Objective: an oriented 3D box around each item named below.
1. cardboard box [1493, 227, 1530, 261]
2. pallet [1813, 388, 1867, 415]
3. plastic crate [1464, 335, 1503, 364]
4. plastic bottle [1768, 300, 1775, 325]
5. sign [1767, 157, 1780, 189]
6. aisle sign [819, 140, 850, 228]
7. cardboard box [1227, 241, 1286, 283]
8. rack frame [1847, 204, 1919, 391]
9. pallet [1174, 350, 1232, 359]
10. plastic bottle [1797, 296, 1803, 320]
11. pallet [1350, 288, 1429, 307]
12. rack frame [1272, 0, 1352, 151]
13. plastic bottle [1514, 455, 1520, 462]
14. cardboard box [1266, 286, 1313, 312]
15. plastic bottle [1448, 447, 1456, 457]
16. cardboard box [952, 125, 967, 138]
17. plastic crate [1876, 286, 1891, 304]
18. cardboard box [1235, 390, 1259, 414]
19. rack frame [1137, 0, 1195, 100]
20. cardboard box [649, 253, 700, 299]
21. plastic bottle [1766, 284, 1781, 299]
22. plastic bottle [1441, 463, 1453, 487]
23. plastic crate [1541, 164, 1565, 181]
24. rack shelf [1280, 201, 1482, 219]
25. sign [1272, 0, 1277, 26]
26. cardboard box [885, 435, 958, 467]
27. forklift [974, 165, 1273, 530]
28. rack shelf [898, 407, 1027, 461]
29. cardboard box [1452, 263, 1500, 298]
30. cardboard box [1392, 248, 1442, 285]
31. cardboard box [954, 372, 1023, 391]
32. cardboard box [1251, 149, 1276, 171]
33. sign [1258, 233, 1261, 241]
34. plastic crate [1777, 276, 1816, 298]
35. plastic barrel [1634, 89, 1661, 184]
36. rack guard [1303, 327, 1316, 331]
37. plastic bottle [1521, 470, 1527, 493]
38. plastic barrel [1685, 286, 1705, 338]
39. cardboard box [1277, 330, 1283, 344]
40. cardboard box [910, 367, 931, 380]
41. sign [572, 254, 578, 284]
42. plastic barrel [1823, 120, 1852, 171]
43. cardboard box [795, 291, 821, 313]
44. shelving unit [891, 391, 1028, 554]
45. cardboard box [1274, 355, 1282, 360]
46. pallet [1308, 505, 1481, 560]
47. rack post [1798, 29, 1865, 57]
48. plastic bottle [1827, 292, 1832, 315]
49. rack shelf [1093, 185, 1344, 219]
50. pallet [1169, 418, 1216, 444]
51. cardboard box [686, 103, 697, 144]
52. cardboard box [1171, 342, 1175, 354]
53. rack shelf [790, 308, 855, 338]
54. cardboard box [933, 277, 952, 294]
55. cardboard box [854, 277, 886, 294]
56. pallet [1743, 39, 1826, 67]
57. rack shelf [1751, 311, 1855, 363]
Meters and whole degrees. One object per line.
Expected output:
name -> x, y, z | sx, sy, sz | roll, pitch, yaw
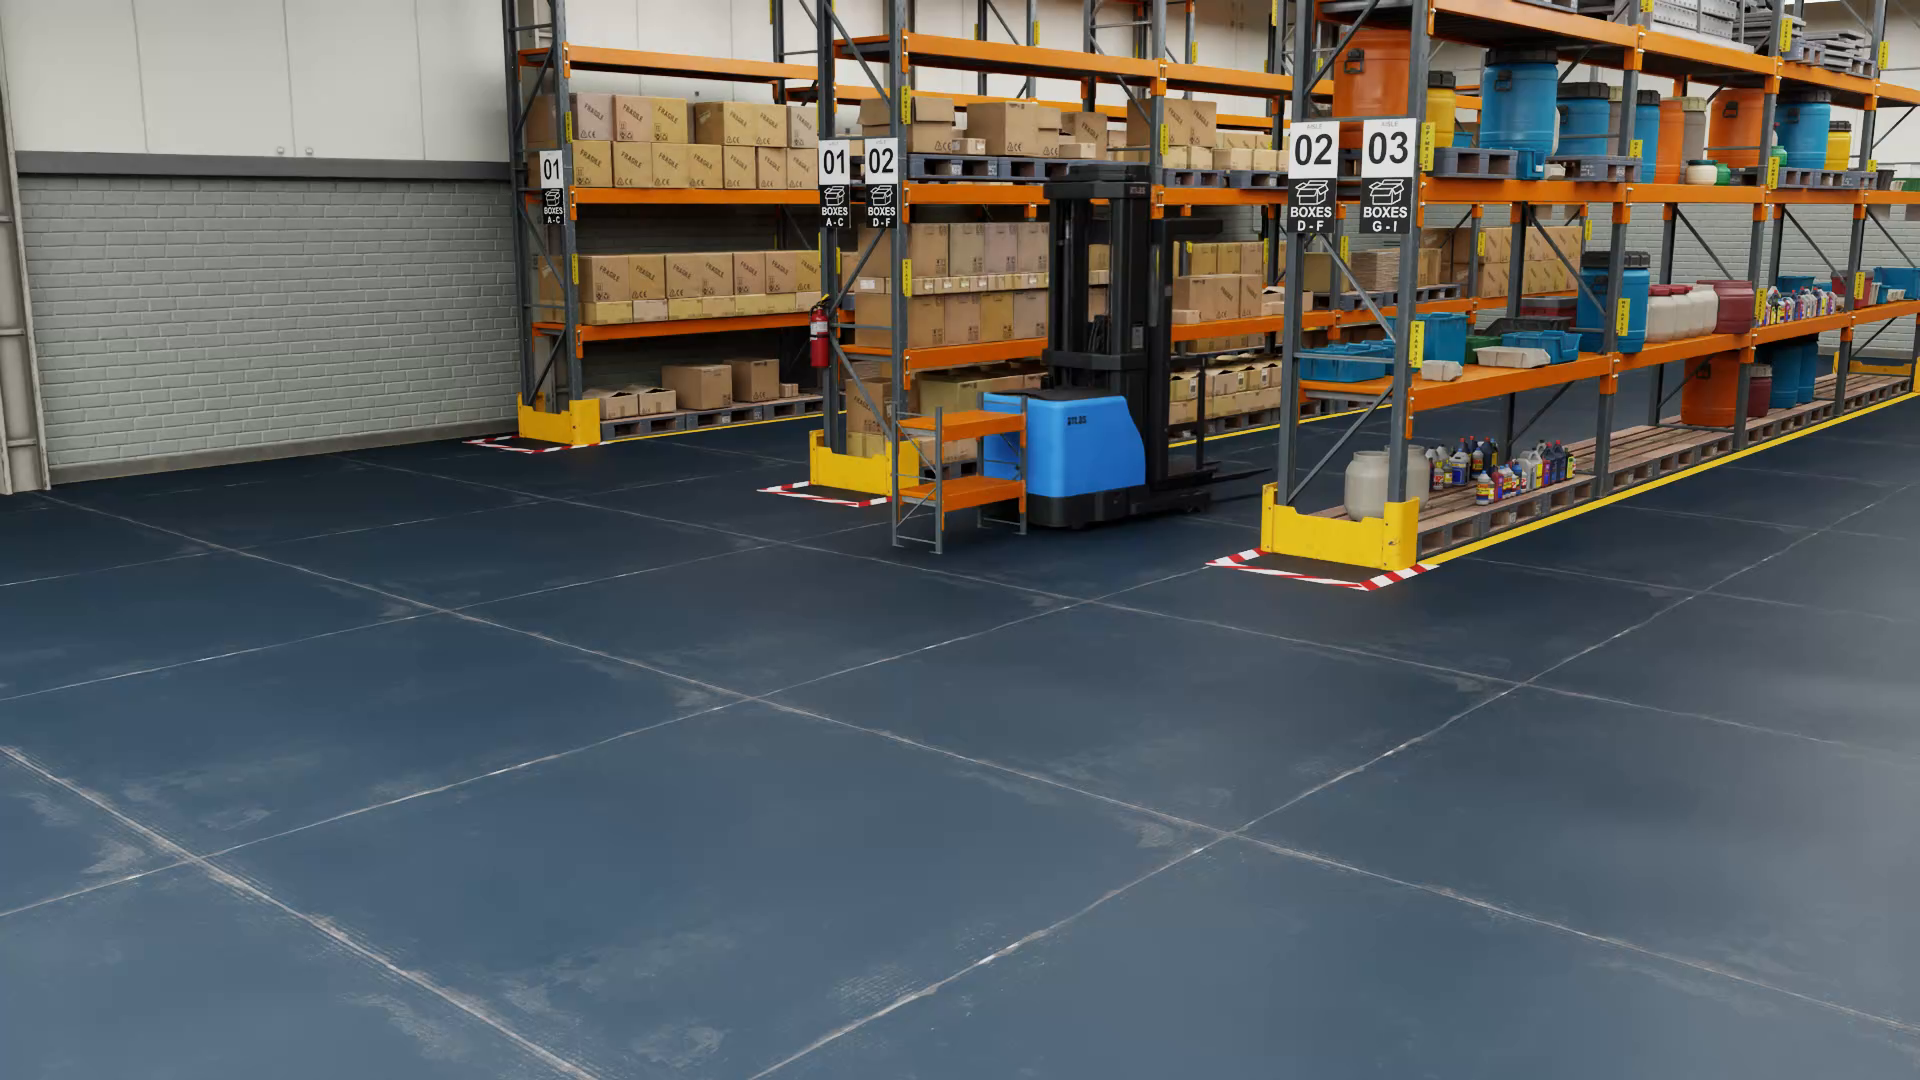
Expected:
cardboard box -> 8.234, -4.455, 25.047 | 0.500, 0.500, 0.500 | 9, 15, 39
pallet -> 11.206, -1.835, 21.862 | 1.003, 0.211, 1.213 | 10, 15, 40
plastic crate -> 4.361, -1.646, 14.333 | 0.450, 0.188, 0.662 | 10, 15, 40
plastic bottle -> 9.066, -2.548, 18.607 | 0.061, 0.283, 0.133 | 10, 15, 40
sign -> 8.527, -3.851, 17.441 | 0.100, 0.325, 0.005 | 10, 15, 40
aisle sign -> -1.154, -3.268, 15.279 | 0.394, 0.787, 0.004 | 10, 15, 40
cardboard box -> 5.147, -4.921, 29.427 | 0.980, 0.700, 0.700 | 10, 15, 40
rack frame -> 13.390, -3.678, 23.969 | 1.000, 3.000, 0.127 | 10, 15, 40
pallet -> 3.869, -3.105, 28.218 | 1.003, 0.211, 1.213 | 10, 15, 40
plastic bottle -> 9.798, -2.711, 19.423 | 0.061, 0.283, 0.133 | 10, 15, 40
pallet -> 5.671, -3.335, 22.739 | 1.003, 0.211, 1.213 | 10, 15, 40
rack frame -> 4.391, -6.084, 20.697 | 1.000, 3.000, 0.127 | 10, 15, 40
plastic bottle -> 4.826, -0.598, 14.359 | 0.061, 0.283, 0.133 | 10, 15, 40
cardboard box -> 4.118, -3.051, 21.054 | 0.500, 0.311, 0.500 | 11, 16, 44
plastic bottle -> 4.359, -0.685, 14.792 | 0.061, 0.283, 0.133 | 11, 15, 43
cardboard box -> 0.039, -3.952, 16.480 | 0.500, 0.311, 0.500 | -10, 15, -41
plastic crate -> 12.227, -3.290, 22.300 | 0.416, 0.233, 0.300 | 10, 15, 40
cardboard box -> 3.218, -1.665, 19.836 | 0.500, 0.250, 0.500 | 10, 15, 41
rack frame -> 3.308, -7.312, 26.848 | 1.000, 3.000, 0.127 | 10, 15, 40
cardboard box -> -3.393, -3.087, 19.426 | 0.500, 0.500, 0.500 | 9, 14, 39
plastic bottle -> 10.247, -3.050, 20.948 | 0.144, 0.351, 0.185 | 10, 15, 40
plastic bottle -> 4.216, -0.564, 14.399 | 0.097, 0.201, 0.097 | 0, 11, 0
plastic crate -> 4.713, -2.966, 13.417 | 0.243, 0.136, 0.396 | 10, 15, 40
rack shelf -> 5.711, -4.555, 22.535 | 1.077, 0.370, 4.000 | 10, 15, 40
sign -> 3.977, -6.650, 20.942 | 0.100, 0.325, 0.005 | 10, 15, 40
cardboard box -> -0.369, -0.873, 15.871 | 0.500, 0.250, 0.500 | 10, 15, 40
forklift -> 1.554, -1.735, 14.413 | 3.031, 2.935, 1.130 | -10, 15, -41
rack shelf -> 0.004, -0.840, 13.049 | 0.538, 0.278, 1.000 | 10, 15, 40
cardboard box -> 7.573, -3.819, 24.421 | 0.500, 0.500, 0.500 | 10, 15, 42
cardboard box -> 6.551, -3.945, 23.976 | 0.700, 0.500, 0.500 | 4, 12, 21
cardboard box -> 0.280, -1.390, 16.544 | 0.500, 0.500, 0.500 | 10, 15, 40
cardboard box -> 3.415, -4.509, 19.782 | 0.500, 0.250, 0.500 | 9, 15, 39
sign -> 5.535, -5.495, 30.653 | 0.100, 0.325, 0.005 | 10, 15, 40
plastic crate -> 10.802, -3.224, 21.582 | 0.392, 0.384, 0.575 | 10, 15, 40
plastic barrel -> 6.505, -3.925, 16.265 | 0.600, 0.901, 0.708 | 10, 15, 40
rack guard -> 5.964, -3.737, 30.644 | 1.175, 0.500, 0.348 | 10, 15, 40
plastic bottle -> 4.753, -0.504, 14.098 | 0.097, 0.201, 0.097 | 0, 11, 0
plastic barrel -> 7.313, -2.315, 16.858 | 0.421, 0.512, 0.421 | 0, 11, 0
cardboard box -> 5.561, -3.823, 30.005 | 0.700, 0.500, 0.500 | 10, 15, 40
cardboard box -> -0.829, -2.446, 23.060 | 0.700, 0.500, 0.500 | 10, 15, 41
sign -> -4.206, -2.959, 18.160 | 0.100, 0.325, 0.005 | 10, 15, 40
plastic barrel -> 10.300, -4.698, 19.865 | 0.600, 0.588, 0.600 | 0, 11, 0
cardboard box -> -2.058, -3.021, 21.010 | 0.500, 0.250, 0.500 | 10, 15, 40
shelving unit -> 0.004, -0.553, 13.106 | 0.538, 1.125, 1.048 | 10, 15, 40
cardboard box -> 4.230, -2.166, 20.913 | 0.500, 0.311, 0.500 | 10, 15, 42
pallet -> 3.384, -0.093, 13.137 | 1.003, 0.211, 1.213 | 10, 15, 40
rack post -> 10.170, -5.875, 19.842 | 0.937, 0.300, 0.954 | 9, 15, 39
plastic bottle -> 10.614, -2.893, 20.334 | 0.061, 0.283, 0.133 | 10, 15, 40
rack shelf -> 3.071, -3.966, 19.588 | 1.077, 0.370, 4.000 | 10, 15, 40
pallet -> 2.208, -1.300, 19.179 | 1.003, 0.211, 1.213 | 10, 15, 40
cardboard box -> -3.494, -4.947, 19.803 | 0.500, 0.500, 0.500 | 10, 15, 40
cardboard box -> 2.977, -3.410, 27.042 | 0.750, 0.750, 0.750 | 10, 15, 41
rack shelf -> -0.653, -3.135, 23.086 | 1.077, 0.370, 4.000 | 10, 15, 40
cardboard box -> -0.297, -2.401, 15.664 | 0.380, 0.149, 0.250 | 9, 15, 39
cardboard box -> -0.781, -2.413, 15.723 | 0.380, 0.149, 0.250 | 9, 15, 39
pallet -> 8.609, -5.257, 18.057 | 1.213, 0.211, 1.003 | 10, 15, 40
rack shelf -> 9.430, -2.443, 19.619 | 1.077, 0.370, 4.000 | 10, 15, 40
